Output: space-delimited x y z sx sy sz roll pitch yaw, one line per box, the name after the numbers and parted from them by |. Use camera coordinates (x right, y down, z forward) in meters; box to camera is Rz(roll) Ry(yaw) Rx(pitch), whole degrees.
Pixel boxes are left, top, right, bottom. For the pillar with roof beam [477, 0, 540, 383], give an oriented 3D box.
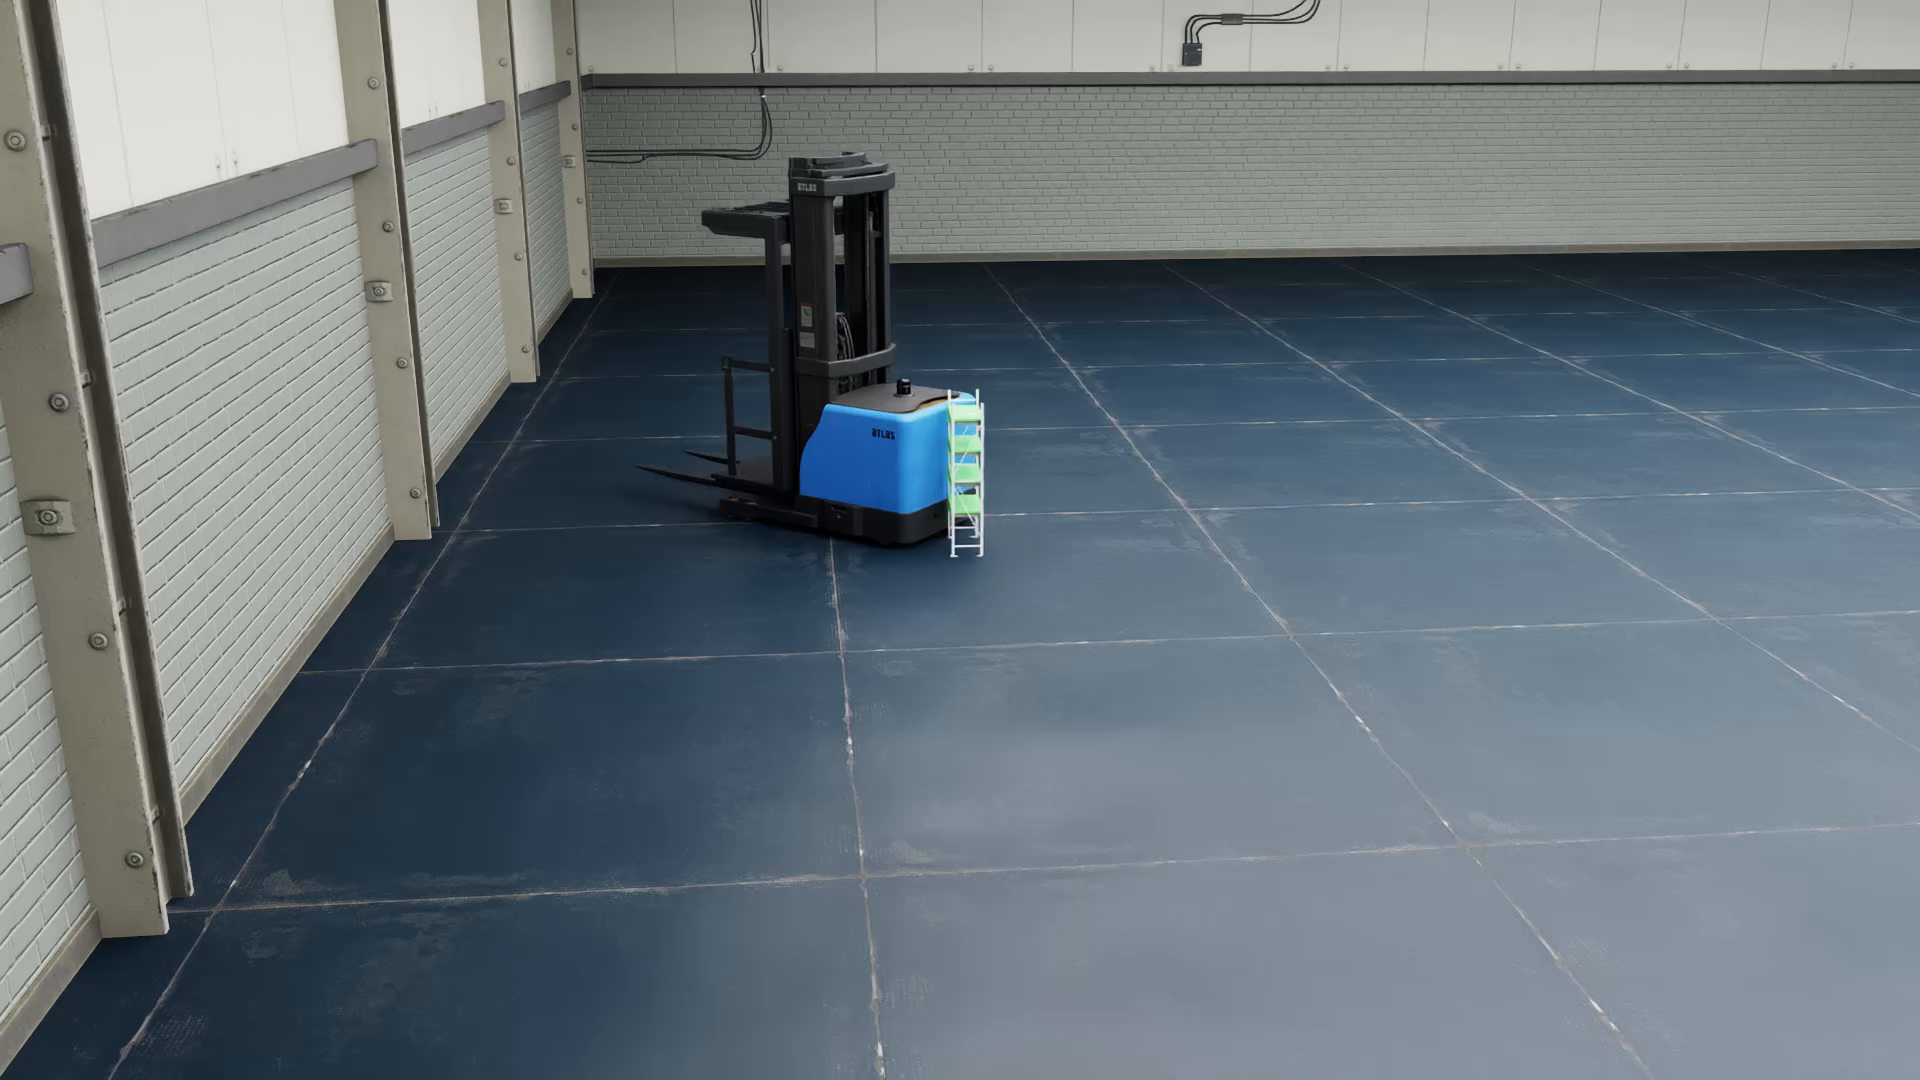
-0.716 -6.275 18.142 9.100 9.000 0.400 -2 18 -6 | pillar with roof beam

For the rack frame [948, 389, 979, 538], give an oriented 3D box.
0.026 -0.591 13.055 0.240 1.200 0.015 -1 17 -3 | rack frame

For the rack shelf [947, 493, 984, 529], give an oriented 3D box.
0.041 -0.228 12.914 0.258 0.148 0.480 -1 17 -3 | rack shelf

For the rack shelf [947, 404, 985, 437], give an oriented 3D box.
0.041 -0.915 12.698 0.258 0.148 0.480 -1 17 -3 | rack shelf

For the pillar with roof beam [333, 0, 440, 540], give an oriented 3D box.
-0.098 -4.488 12.448 9.100 9.000 0.400 -2 18 -6 | pillar with roof beam

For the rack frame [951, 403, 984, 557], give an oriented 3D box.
0.056 -0.445 12.591 0.240 1.200 0.015 -1 17 -3 | rack frame

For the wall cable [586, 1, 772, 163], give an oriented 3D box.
-4.606 -7.367 26.803 3.097 2.526 0.112 -2 18 -6 | wall cable

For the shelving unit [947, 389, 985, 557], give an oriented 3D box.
0.041 -0.518 12.823 0.258 1.200 0.503 -1 17 -3 | shelving unit

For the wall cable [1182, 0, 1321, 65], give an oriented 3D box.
4.839 -10.760 26.748 2.305 6.003 0.169 -2 18 -6 | wall cable

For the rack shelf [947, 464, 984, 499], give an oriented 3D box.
0.041 -0.457 12.842 0.258 0.148 0.480 -1 17 -3 | rack shelf

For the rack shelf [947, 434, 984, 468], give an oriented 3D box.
0.041 -0.686 12.770 0.258 0.148 0.480 -1 17 -3 | rack shelf

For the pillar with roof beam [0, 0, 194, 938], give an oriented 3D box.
0.521 -2.700 6.754 9.100 9.000 0.400 -2 18 -6 | pillar with roof beam

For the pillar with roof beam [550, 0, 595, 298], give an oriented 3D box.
-1.335 -8.063 23.836 9.100 9.000 0.400 -2 18 -6 | pillar with roof beam

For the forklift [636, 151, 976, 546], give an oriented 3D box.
-1.378 -1.669 13.598 3.031 2.935 1.130 11 21 31 | forklift
